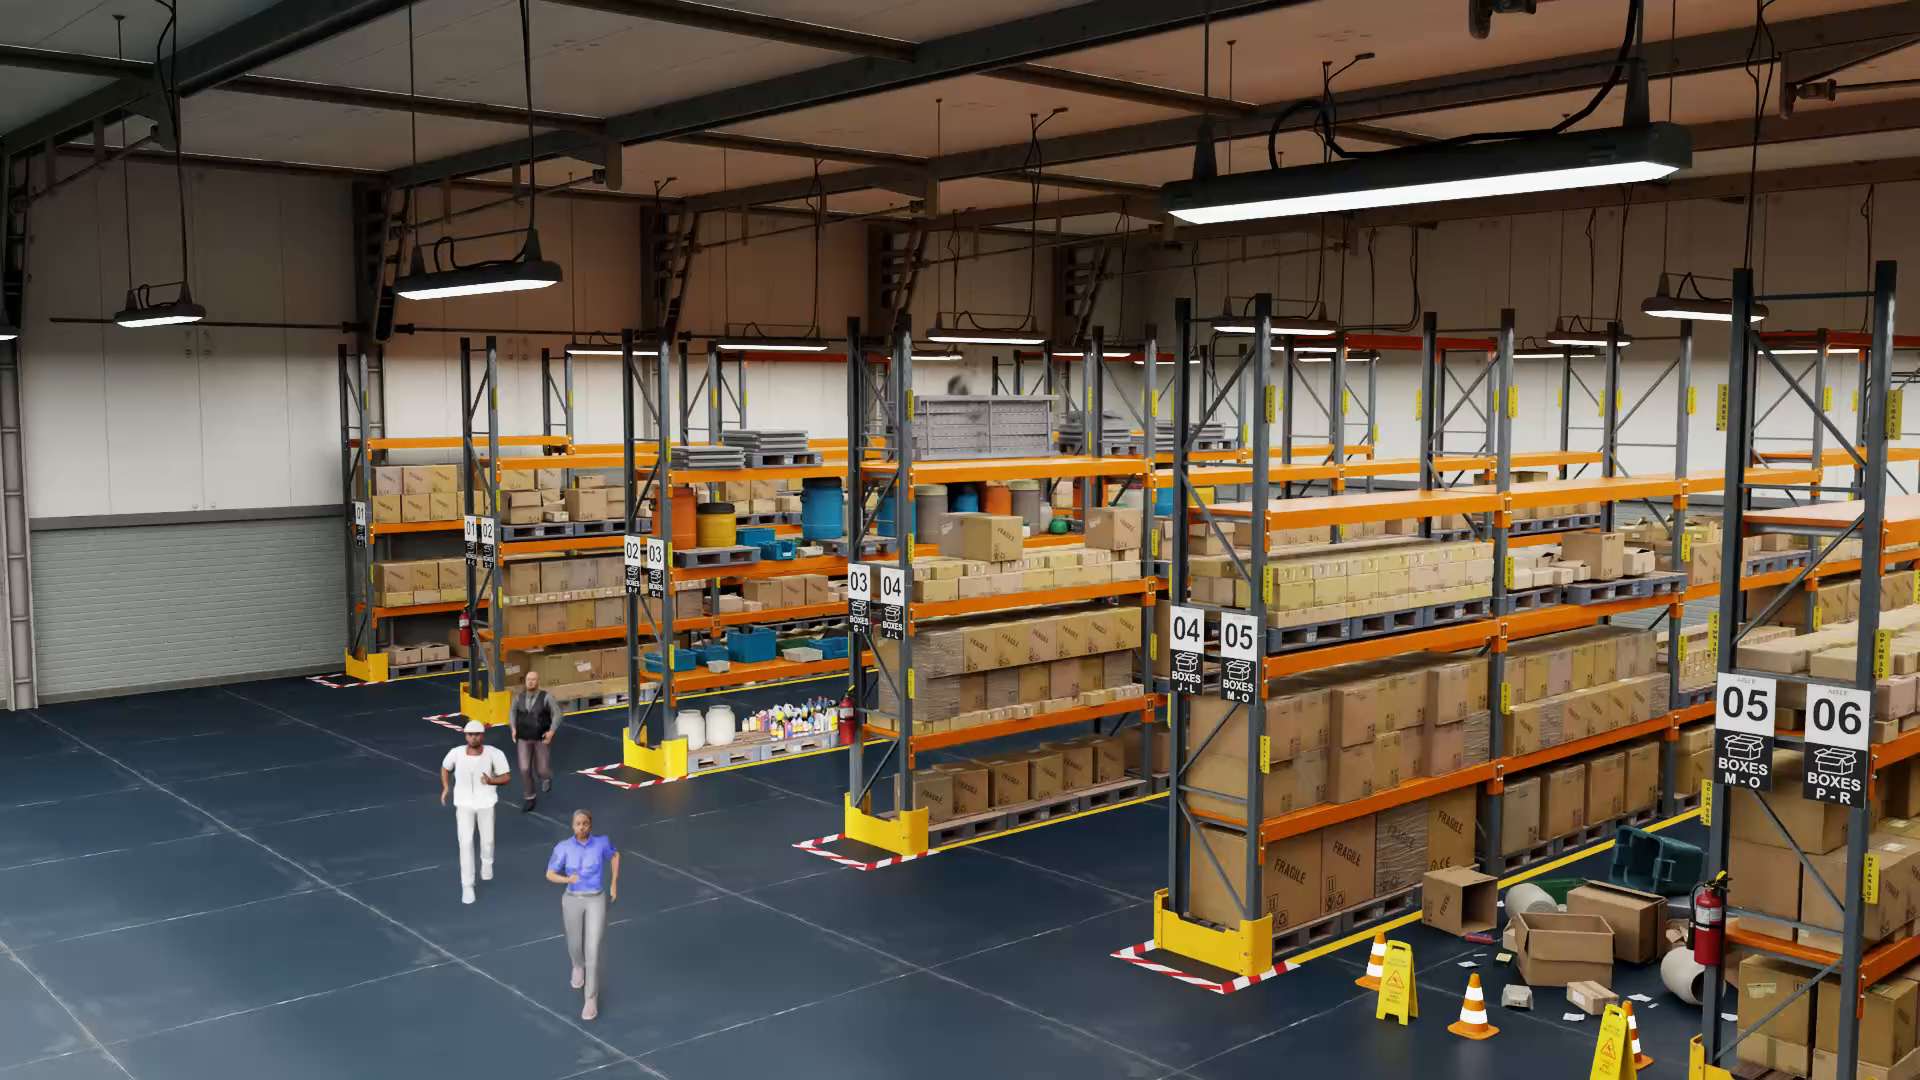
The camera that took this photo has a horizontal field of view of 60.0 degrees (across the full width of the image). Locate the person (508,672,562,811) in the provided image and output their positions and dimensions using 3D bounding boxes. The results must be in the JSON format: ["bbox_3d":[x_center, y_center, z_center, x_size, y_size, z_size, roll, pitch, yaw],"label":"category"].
[{"bbox_3d":[-5.301,2.472,20.749,0.688,1.693,0.706,0,5,-1],"label":"person"}]

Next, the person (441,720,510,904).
[{"bbox_3d":[-4.971,2.728,17.078,0.695,1.773,0.959,-1,5,-14],"label":"person"}]

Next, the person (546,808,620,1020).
[{"bbox_3d":[-3.162,3.068,13.977,0.604,1.663,0.900,-1,5,-12],"label":"person"}]
